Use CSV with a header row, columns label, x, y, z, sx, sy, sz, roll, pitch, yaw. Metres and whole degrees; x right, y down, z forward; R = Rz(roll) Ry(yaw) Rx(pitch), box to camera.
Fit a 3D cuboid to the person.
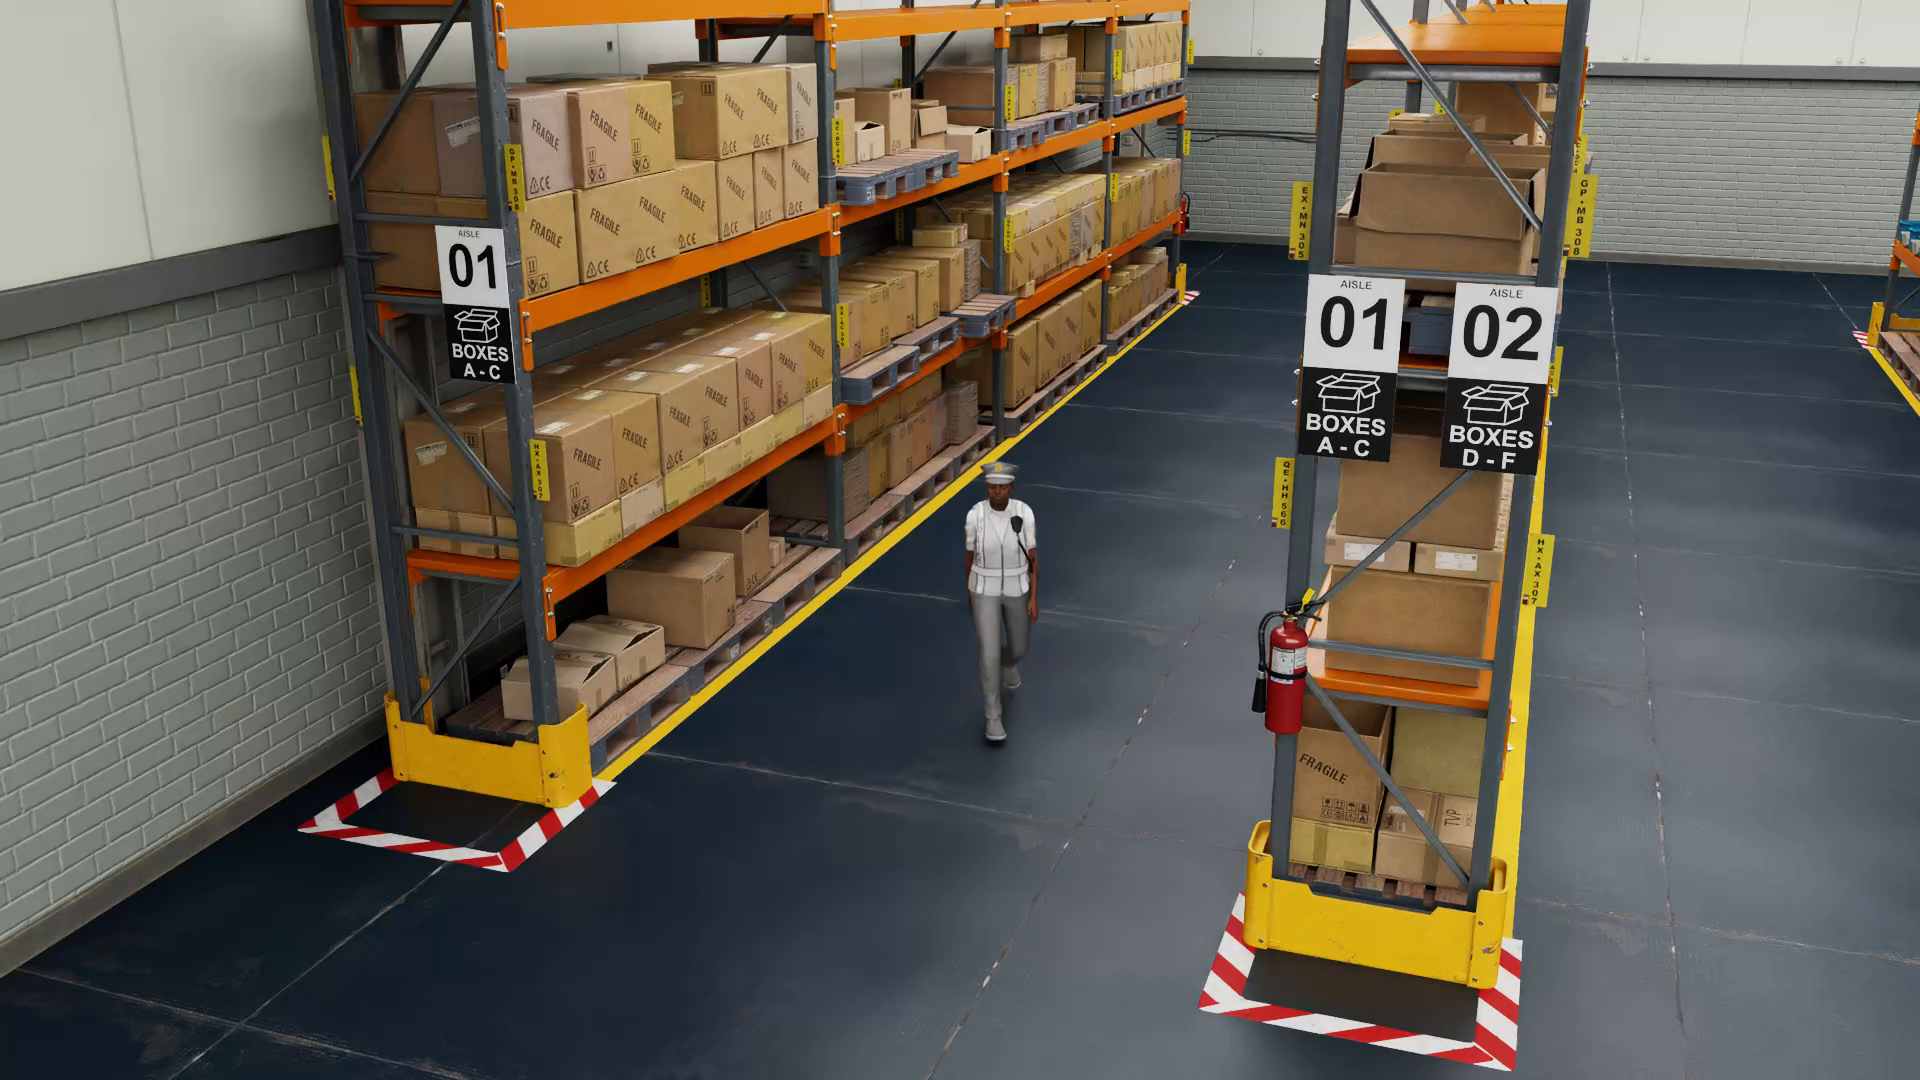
label,x,y,z,sx,sy,sz,roll,pitch,yaw
person,0.248,0.290,10.124,0.440,1.645,0.922,-2,19,-5
